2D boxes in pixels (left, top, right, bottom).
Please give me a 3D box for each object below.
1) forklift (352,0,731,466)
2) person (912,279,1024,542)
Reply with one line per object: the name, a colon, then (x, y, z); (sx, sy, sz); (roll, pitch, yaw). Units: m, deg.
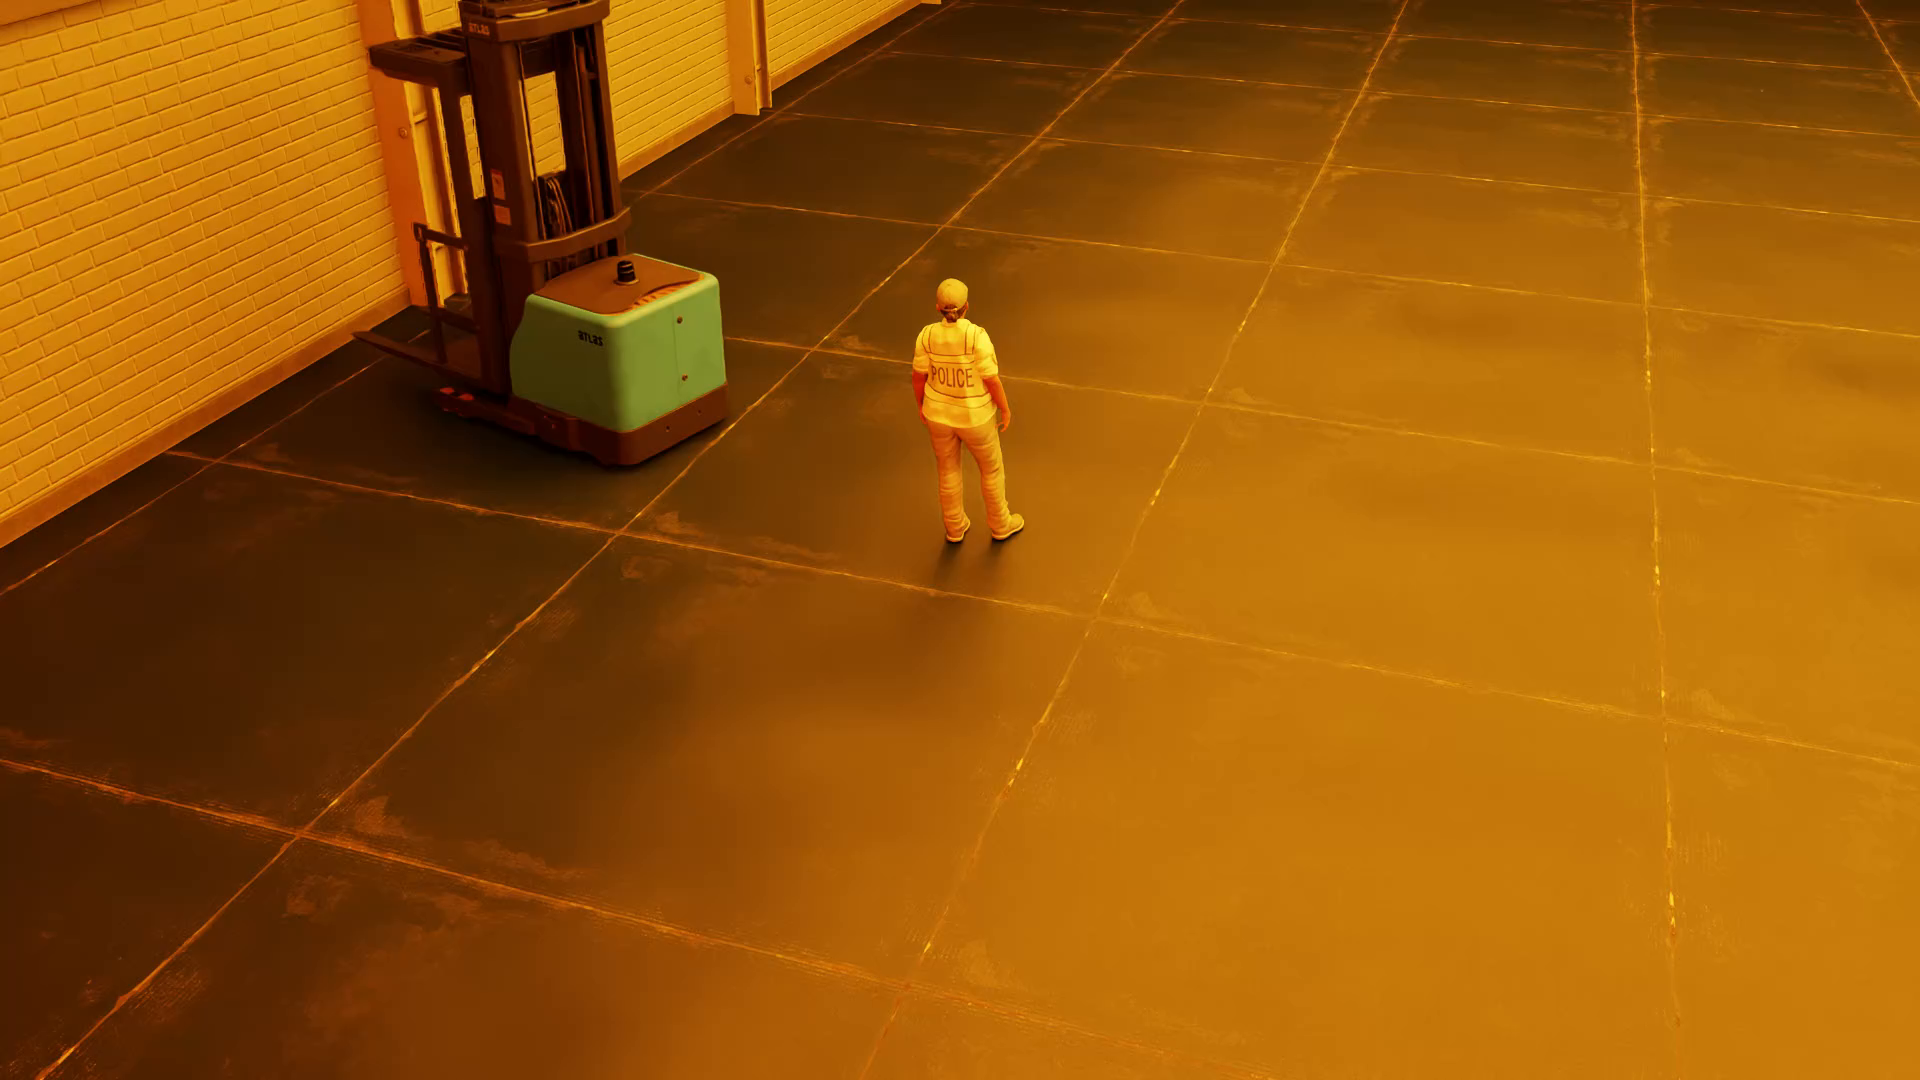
forklift: (-3.084, -2.316, 11.200); (3.031, 2.935, 1.130); (19, 35, 30)
person: (0.047, -0.763, 9.736); (0.598, 1.670, 0.529); (10, 31, 16)
